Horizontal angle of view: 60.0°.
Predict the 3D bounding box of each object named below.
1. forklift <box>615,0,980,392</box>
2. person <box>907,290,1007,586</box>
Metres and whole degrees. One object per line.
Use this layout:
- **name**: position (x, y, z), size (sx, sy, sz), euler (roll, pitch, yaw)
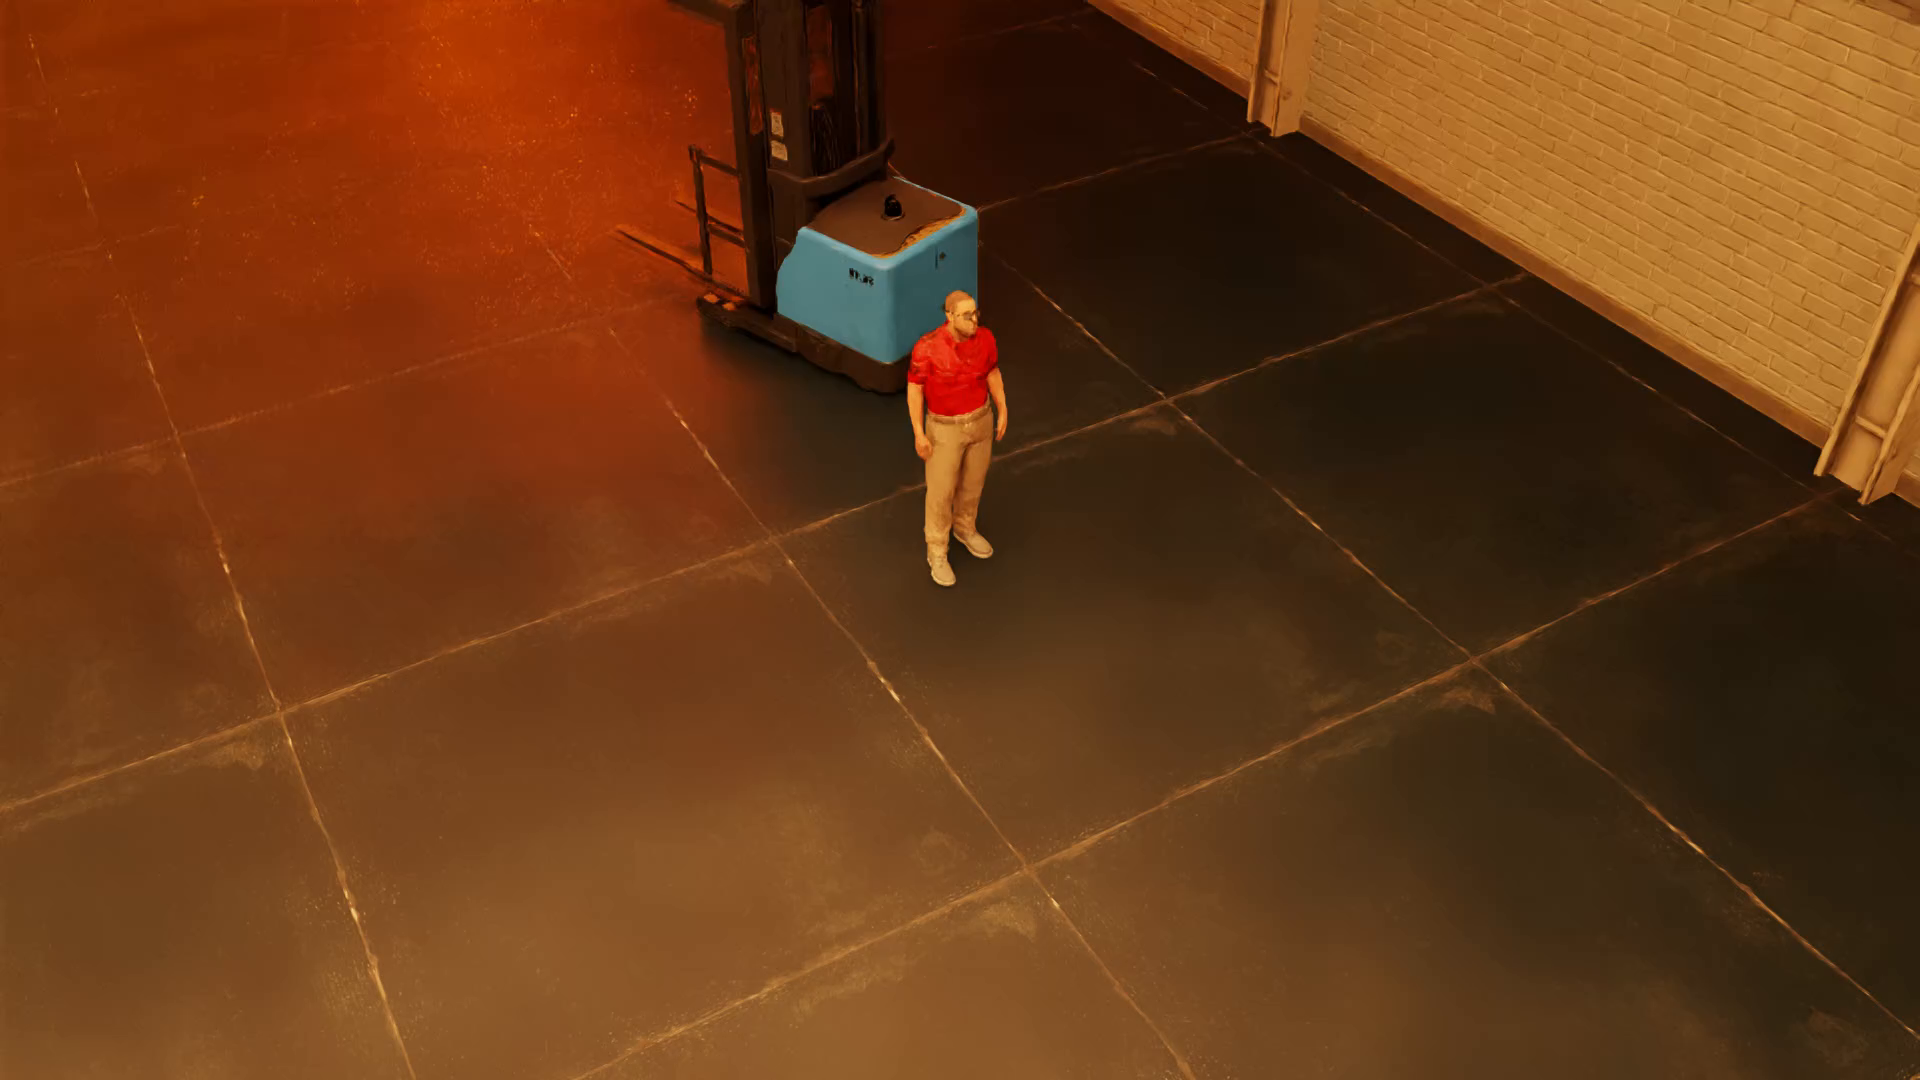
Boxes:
- **forklift**: position (-1.311, -2.936, 11.576), size (3.031, 2.935, 1.130), euler (28, 47, 30)
- **person**: position (0.035, -0.618, 9.711), size (0.640, 1.727, 0.550), euler (-20, 44, -23)
